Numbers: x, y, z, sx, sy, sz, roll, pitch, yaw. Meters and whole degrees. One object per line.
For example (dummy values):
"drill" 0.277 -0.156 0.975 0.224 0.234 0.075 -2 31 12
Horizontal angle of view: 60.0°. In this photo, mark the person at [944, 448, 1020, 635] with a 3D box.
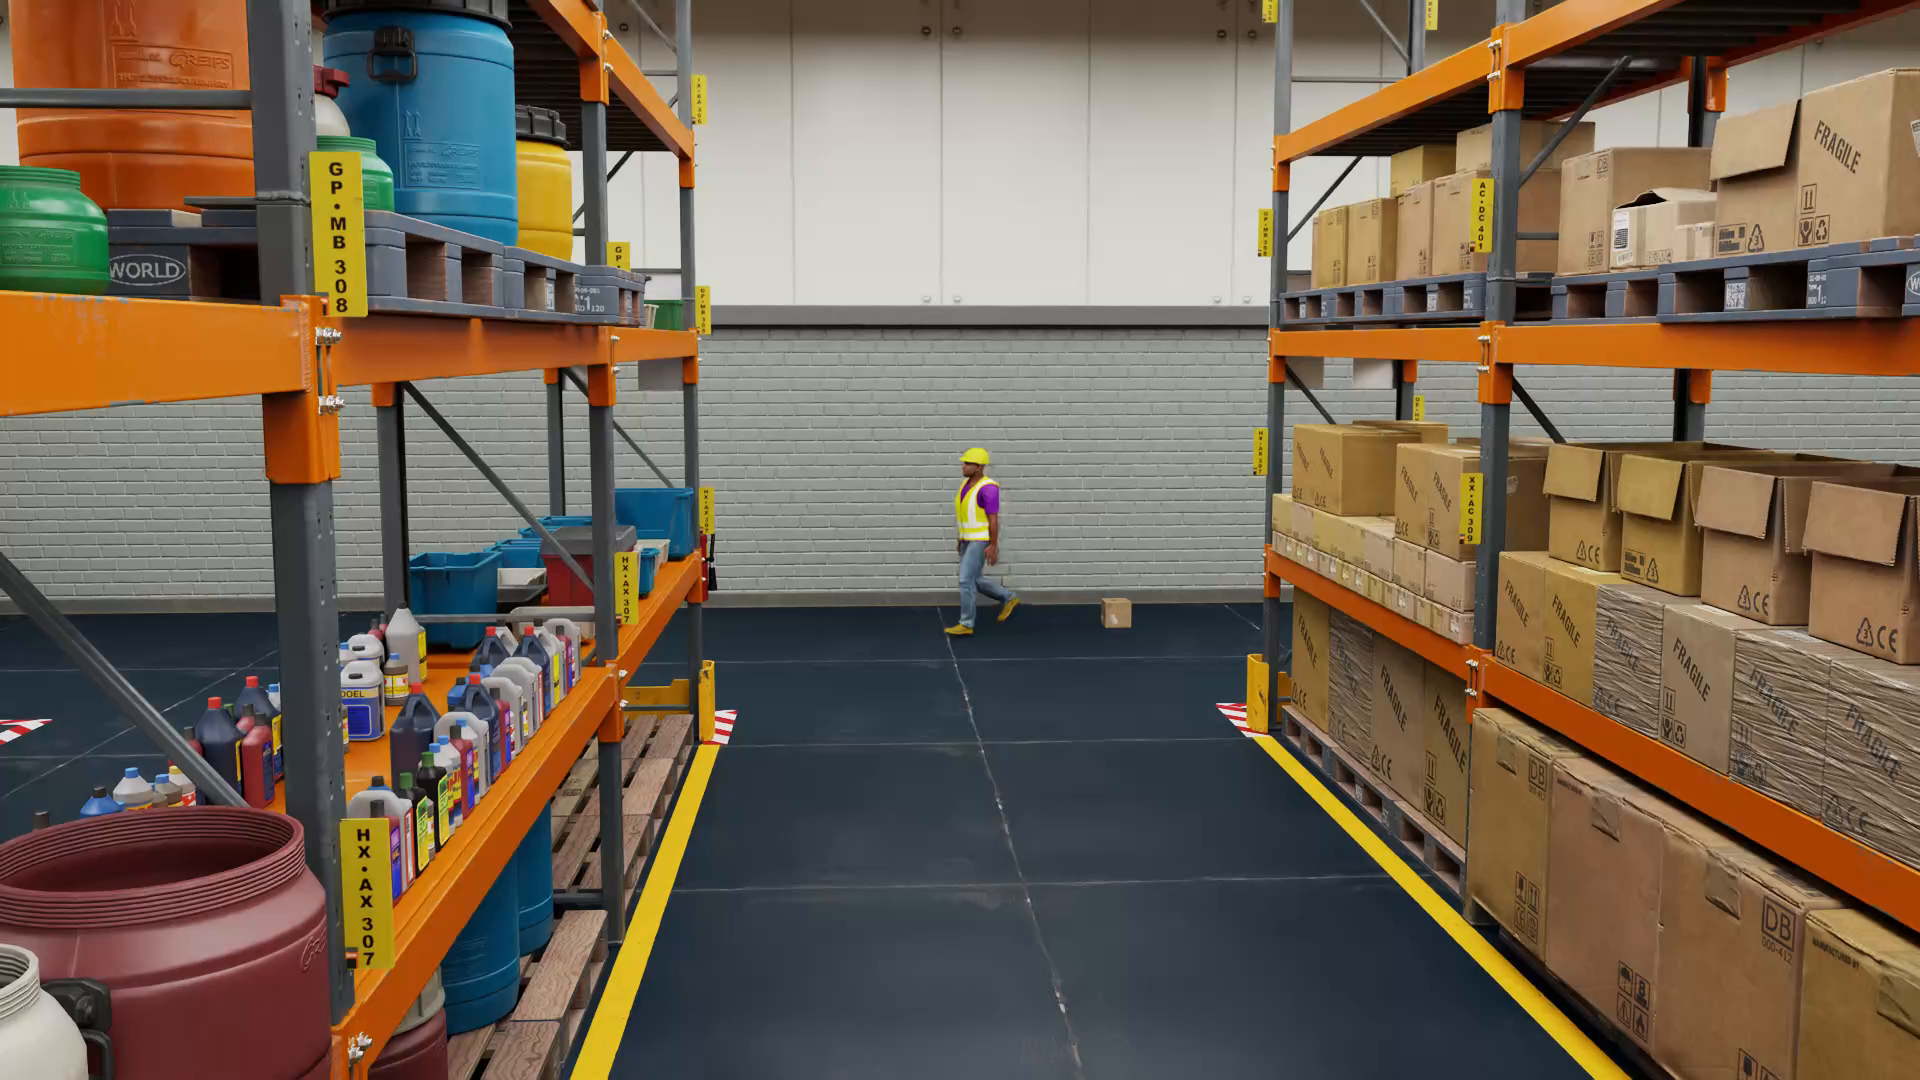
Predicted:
"person" 0.205 0.002 15.568 0.850 1.744 0.583 -3 8 -25
